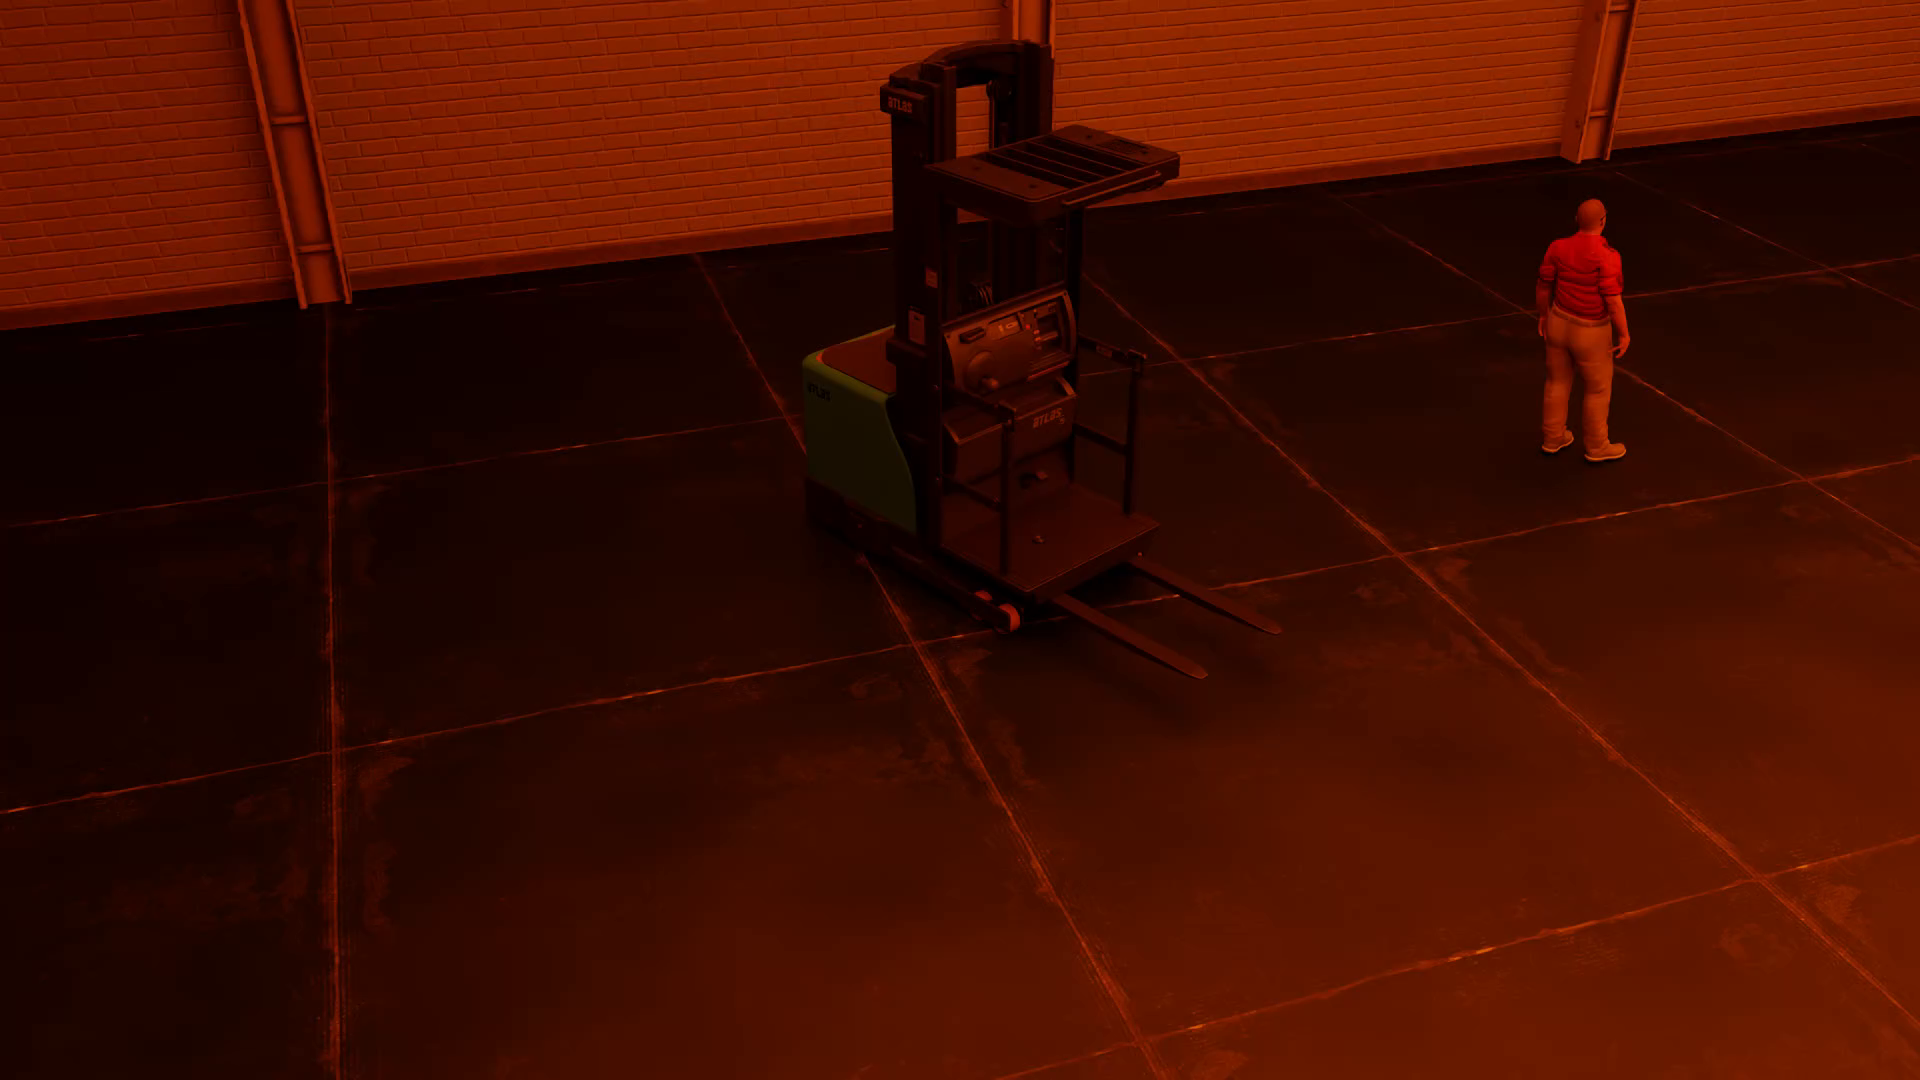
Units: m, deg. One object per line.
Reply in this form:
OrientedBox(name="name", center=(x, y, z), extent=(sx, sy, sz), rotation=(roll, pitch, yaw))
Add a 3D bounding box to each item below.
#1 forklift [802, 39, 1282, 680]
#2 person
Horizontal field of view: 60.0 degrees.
OrientedBox(name="forklift", center=(0.425, -1.042, 8.899), extent=(1.130, 2.935, 3.031), rotation=(-25, 38, -36))
OrientedBox(name="person", center=(4.015, -1.354, 10.632), extent=(0.551, 1.727, 0.640), rotation=(-22, 37, -33))
